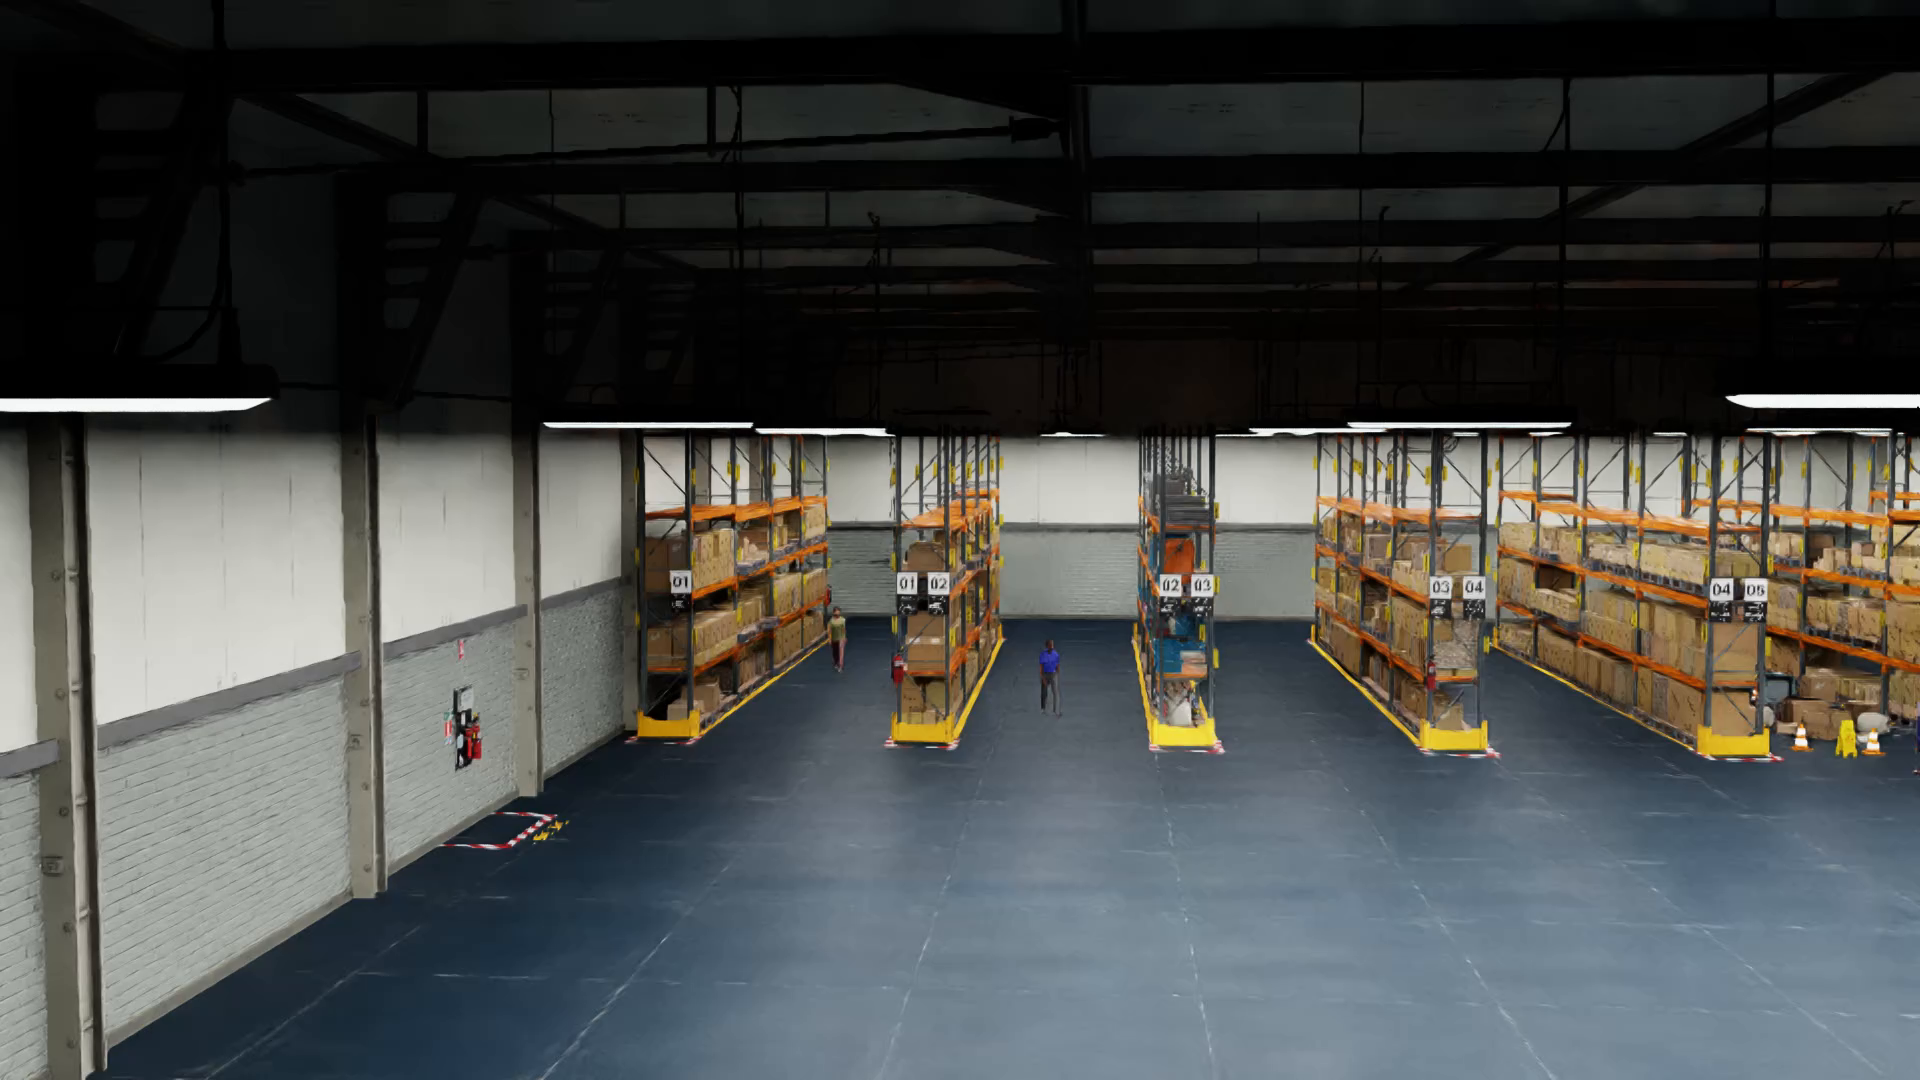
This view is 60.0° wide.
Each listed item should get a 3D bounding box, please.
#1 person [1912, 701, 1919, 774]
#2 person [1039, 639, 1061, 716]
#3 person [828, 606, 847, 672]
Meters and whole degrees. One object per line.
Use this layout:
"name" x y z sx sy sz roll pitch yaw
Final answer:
"person" 16.615 3.238 28.274 0.478 1.538 0.684 -2 4 -25
"person" 1.837 2.873 34.343 0.433 1.486 0.996 0 3 -3
"person" -3.033 2.416 40.900 0.451 1.586 1.095 0 3 3
